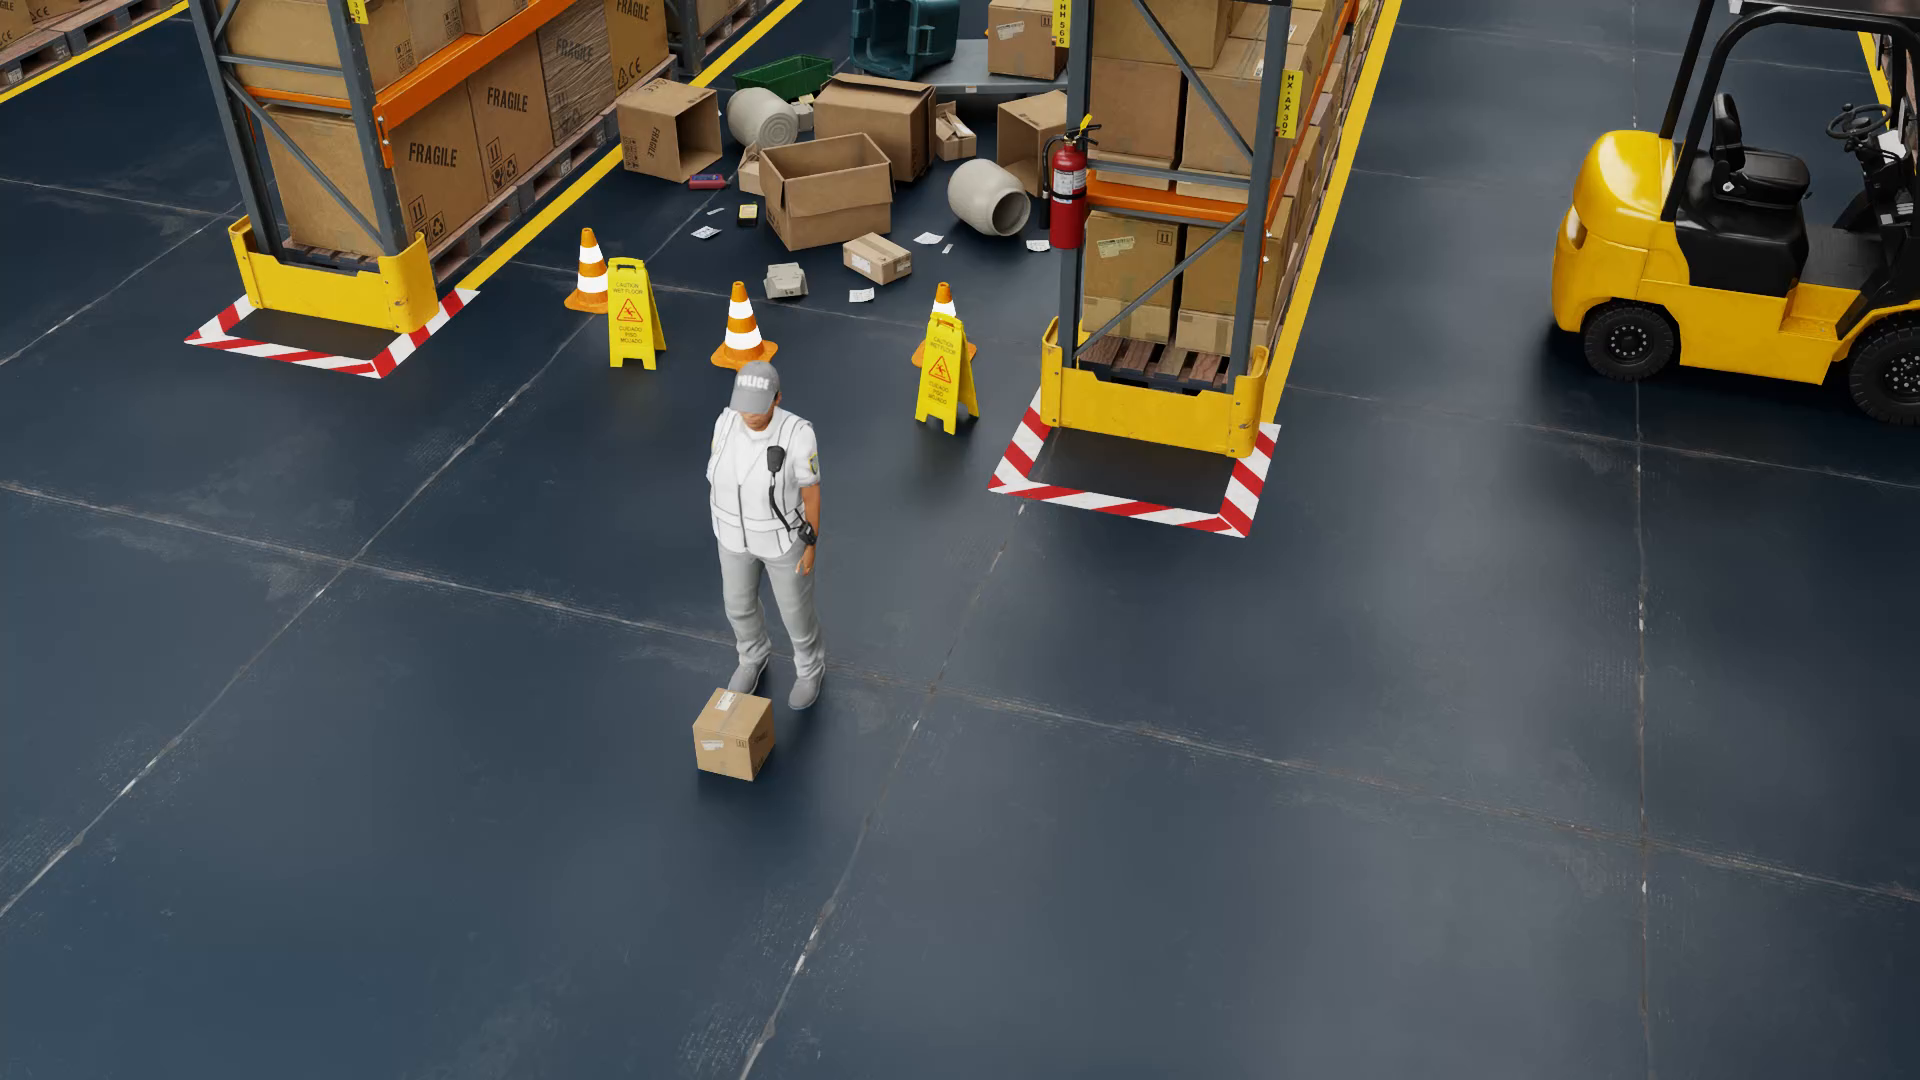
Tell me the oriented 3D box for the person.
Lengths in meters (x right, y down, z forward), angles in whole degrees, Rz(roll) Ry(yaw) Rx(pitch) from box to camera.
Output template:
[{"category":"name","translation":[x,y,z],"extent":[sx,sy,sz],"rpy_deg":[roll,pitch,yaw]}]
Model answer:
[{"category":"person","translation":[-0.797,-0.004,6.910],"extent":[0.467,1.672,0.390],"rpy_deg":[12,39,15]}]
